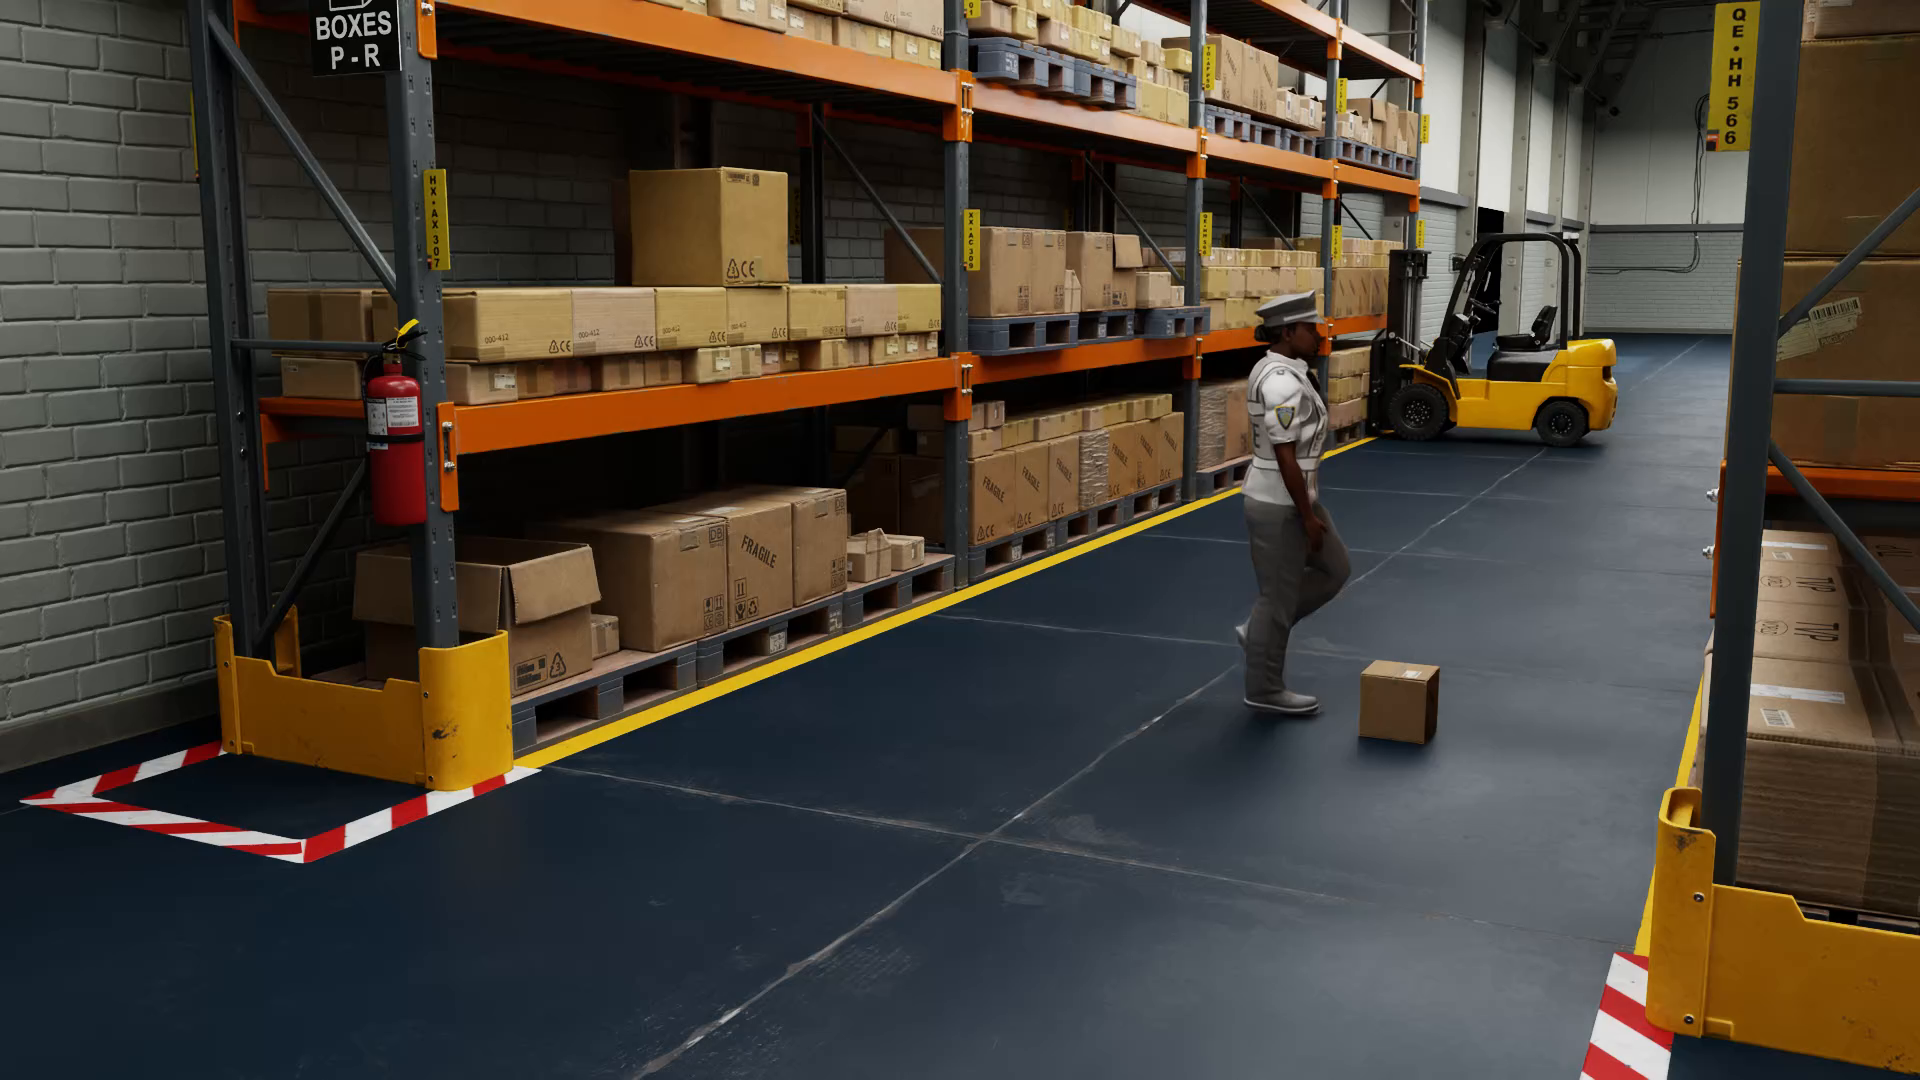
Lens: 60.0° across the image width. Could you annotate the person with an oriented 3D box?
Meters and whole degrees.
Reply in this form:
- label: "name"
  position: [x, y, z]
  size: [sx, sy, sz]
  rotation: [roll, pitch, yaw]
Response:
- label: "person"
  position: [1.326, -0.130, 6.531]
  size: [0.445, 1.666, 0.531]
  rotation: [2, 9, 12]
